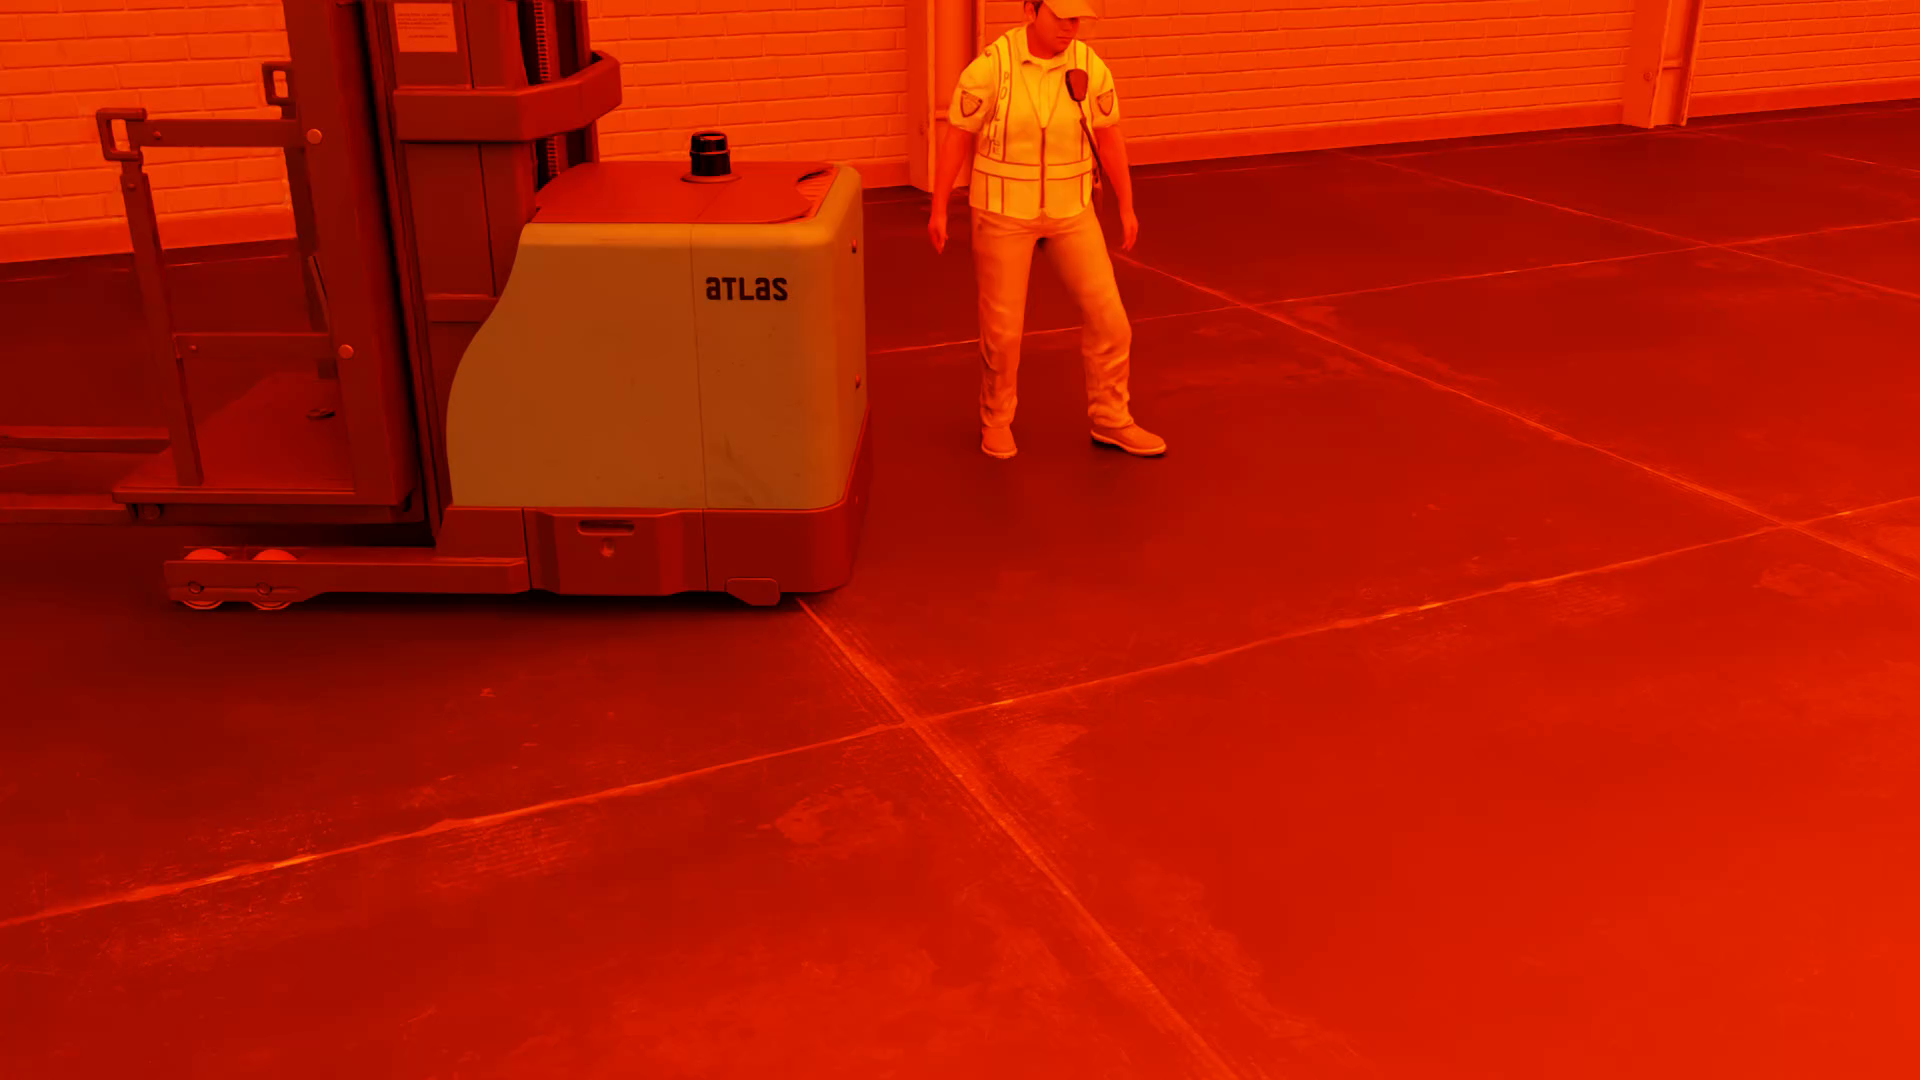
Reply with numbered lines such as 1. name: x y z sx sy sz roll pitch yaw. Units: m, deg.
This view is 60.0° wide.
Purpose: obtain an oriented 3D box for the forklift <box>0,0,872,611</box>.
1. forklift: -1.813 -1.359 4.557 3.031 2.935 1.130 1 23 2

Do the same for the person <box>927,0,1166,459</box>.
1. person: 0.305 -1.075 5.582 0.811 1.638 0.470 -4 23 -8
